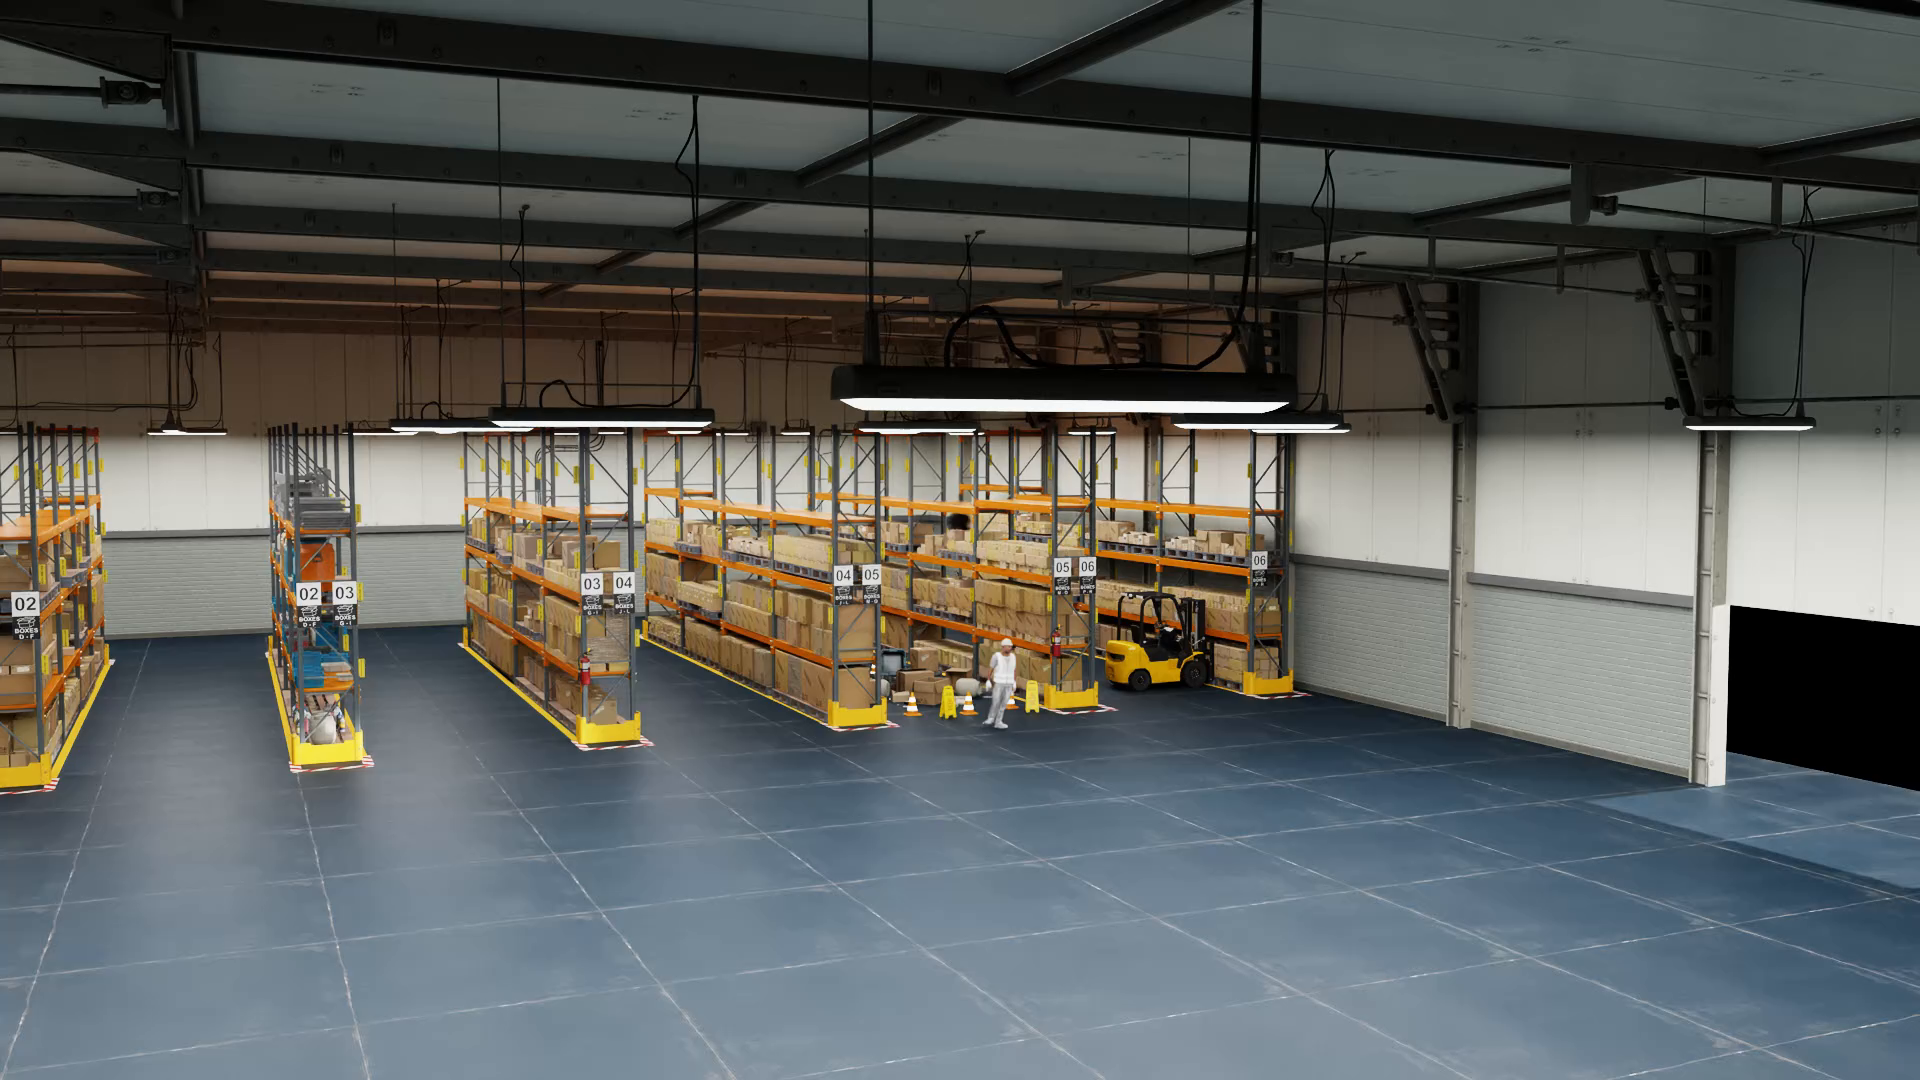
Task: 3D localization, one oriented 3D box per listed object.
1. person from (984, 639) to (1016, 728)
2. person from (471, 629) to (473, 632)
[{"bbox_3d":[0.800,2.826,32.845,0.662,1.769,0.467,-2,4,-27],"label":"person"},{"bbox_3d":[-13.633,1.933,47.419,0.838,1.827,0.645,0,3,5],"label":"person"}]
